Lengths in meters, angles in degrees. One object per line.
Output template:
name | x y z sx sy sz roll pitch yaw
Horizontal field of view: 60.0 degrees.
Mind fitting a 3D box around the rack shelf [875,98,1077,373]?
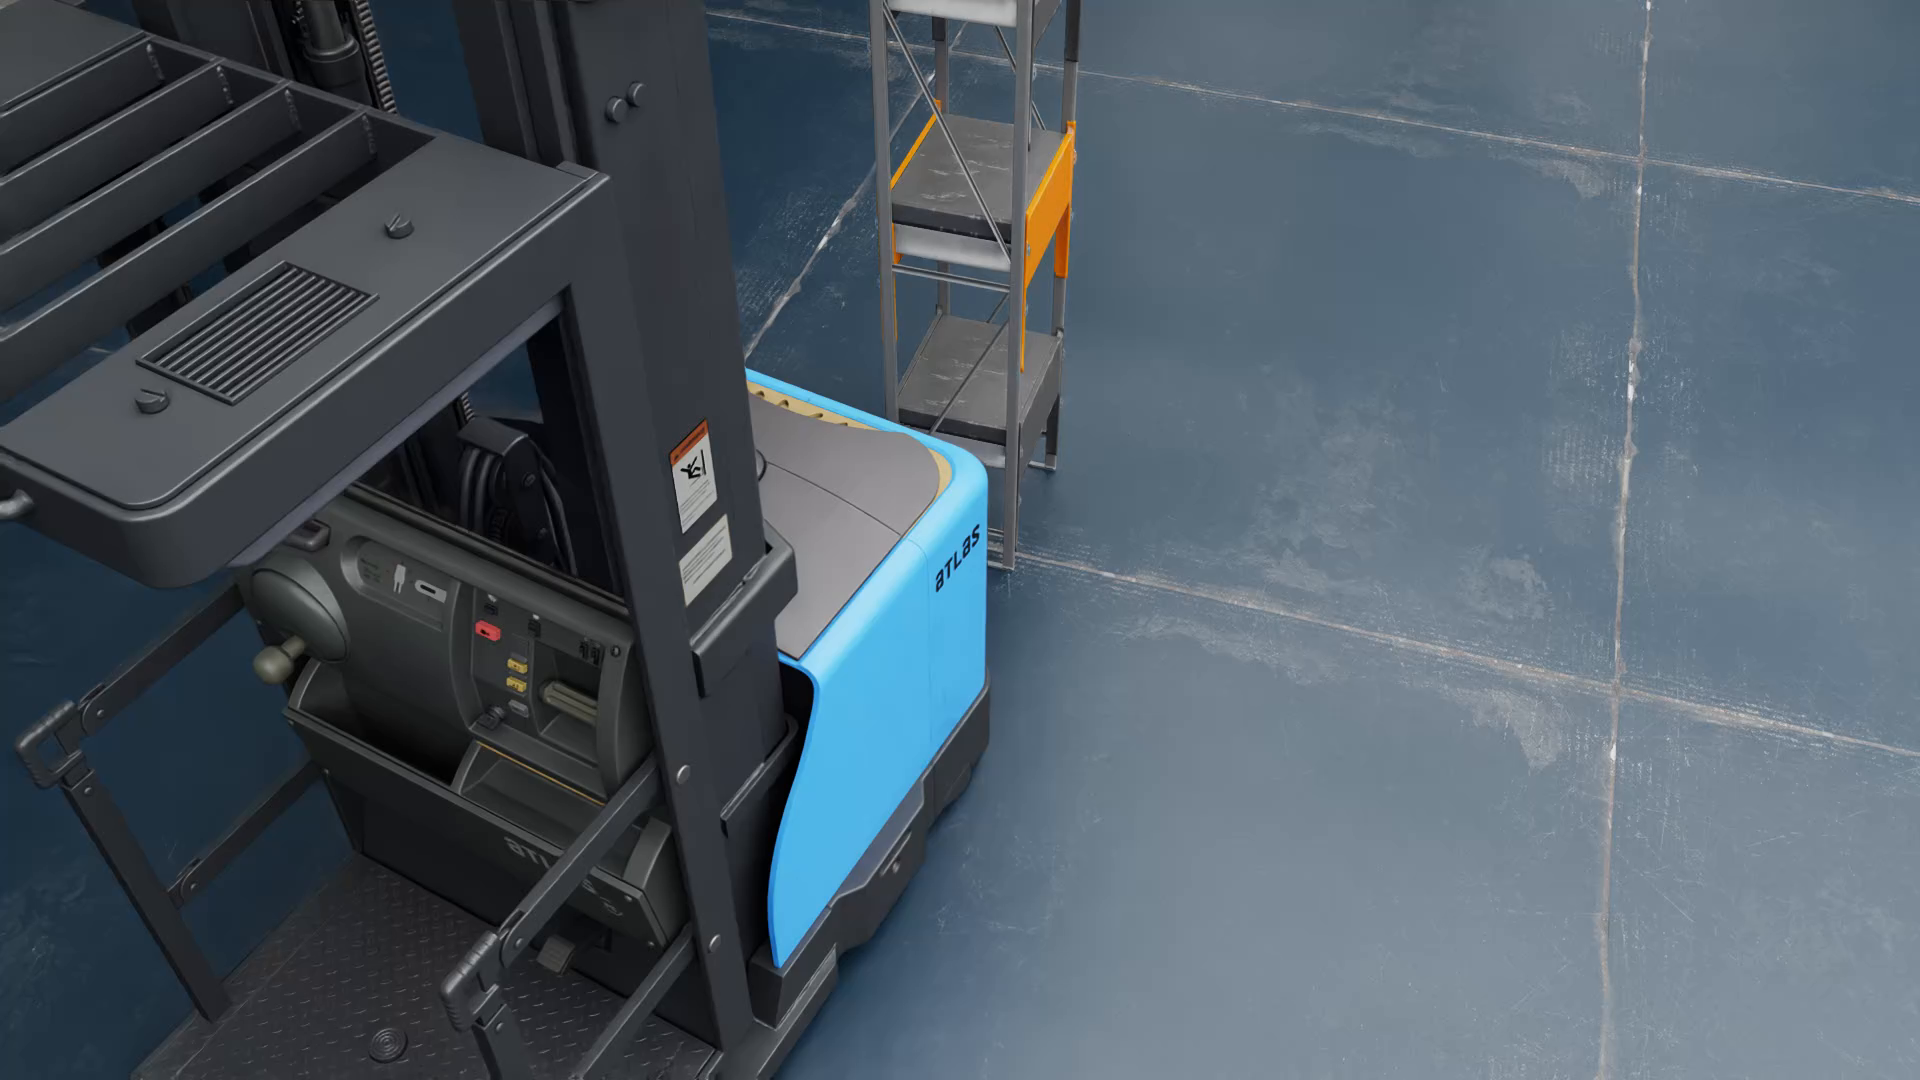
rack shelf | 0.050 -0.851 4.638 0.431 0.518 0.480 13 46 13

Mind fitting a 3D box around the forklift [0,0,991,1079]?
forklift | -1.080 0.257 2.892 1.130 2.935 3.031 21 48 20

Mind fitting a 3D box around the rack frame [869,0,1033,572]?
rack frame | -0.024 -0.698 4.462 0.400 2.100 0.015 13 46 13

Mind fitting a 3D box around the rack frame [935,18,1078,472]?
rack frame | 0.124 -1.023 4.795 0.400 2.100 0.015 13 46 13

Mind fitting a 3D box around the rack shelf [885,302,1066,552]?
rack shelf | 0.050 -0.351 5.128 0.431 0.518 0.480 13 46 13

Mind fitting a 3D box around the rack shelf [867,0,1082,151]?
rack shelf | 0.050 -1.351 4.148 0.431 0.518 0.480 13 46 13

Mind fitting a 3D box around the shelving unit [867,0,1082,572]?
shelving unit | 0.050 -0.861 4.628 0.431 2.100 0.503 13 46 13
